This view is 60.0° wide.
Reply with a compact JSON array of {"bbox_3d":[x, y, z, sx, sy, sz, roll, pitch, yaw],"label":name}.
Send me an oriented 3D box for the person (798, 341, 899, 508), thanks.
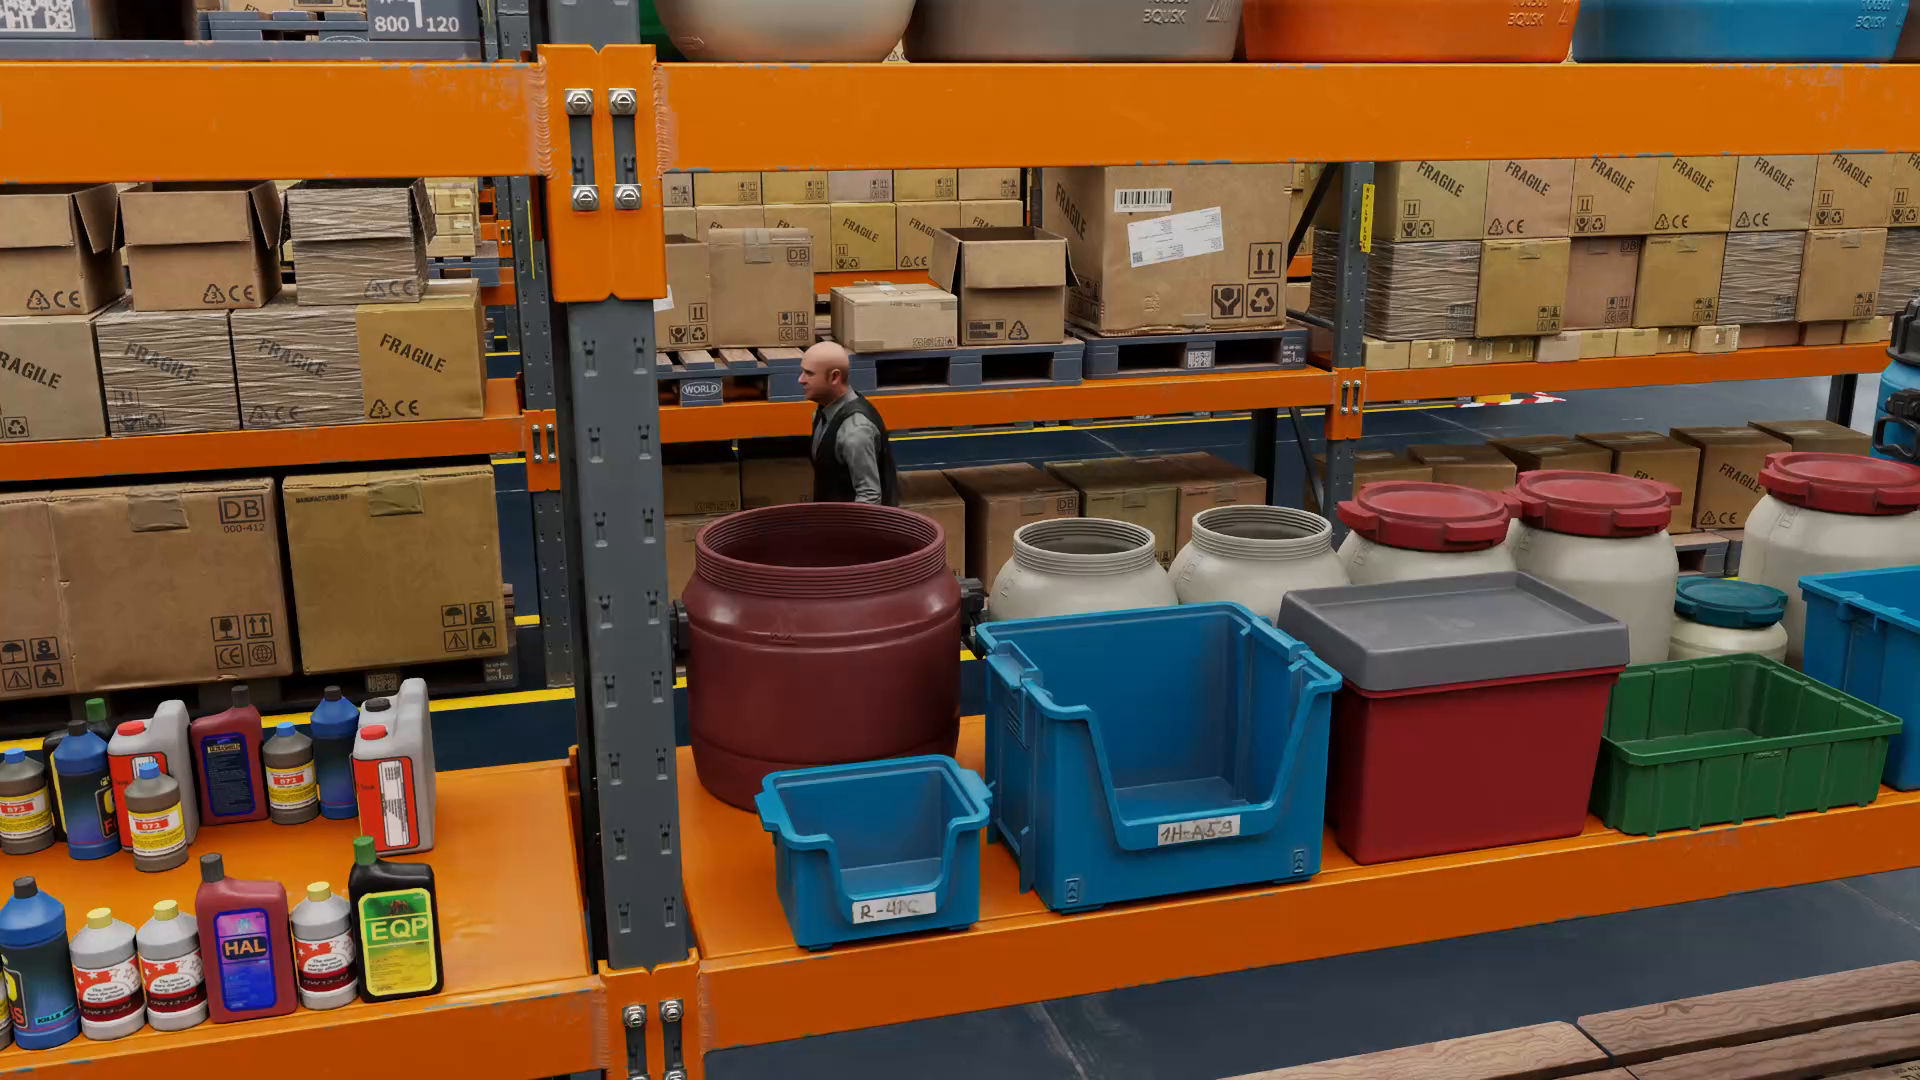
[{"bbox_3d":[-0.482,0.006,7.054,0.427,1.720,0.589,-6,17,-19],"label":"person"}]
